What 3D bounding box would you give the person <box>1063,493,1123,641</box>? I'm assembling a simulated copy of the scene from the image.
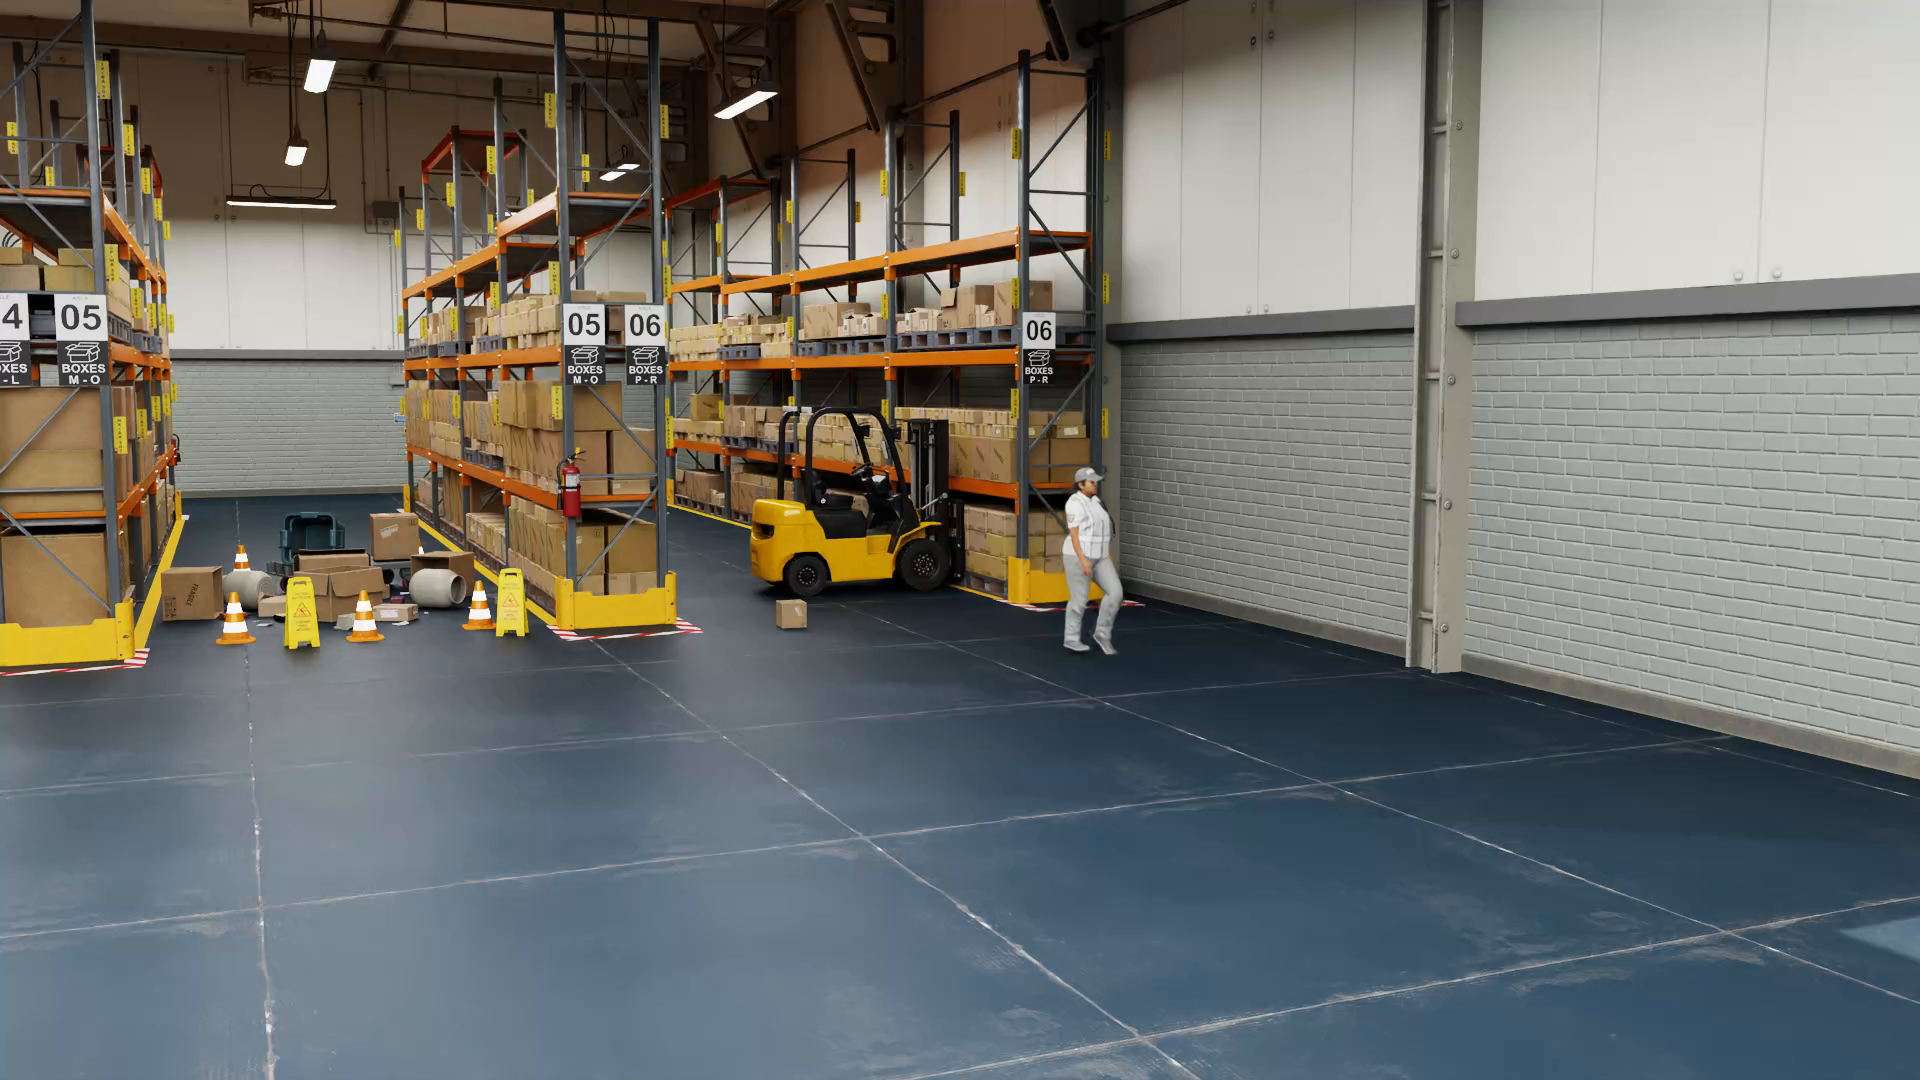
[{"bbox_3d":[1.169,0.255,14.921,0.492,1.345,0.445,5,7,42],"label":"person"}]
